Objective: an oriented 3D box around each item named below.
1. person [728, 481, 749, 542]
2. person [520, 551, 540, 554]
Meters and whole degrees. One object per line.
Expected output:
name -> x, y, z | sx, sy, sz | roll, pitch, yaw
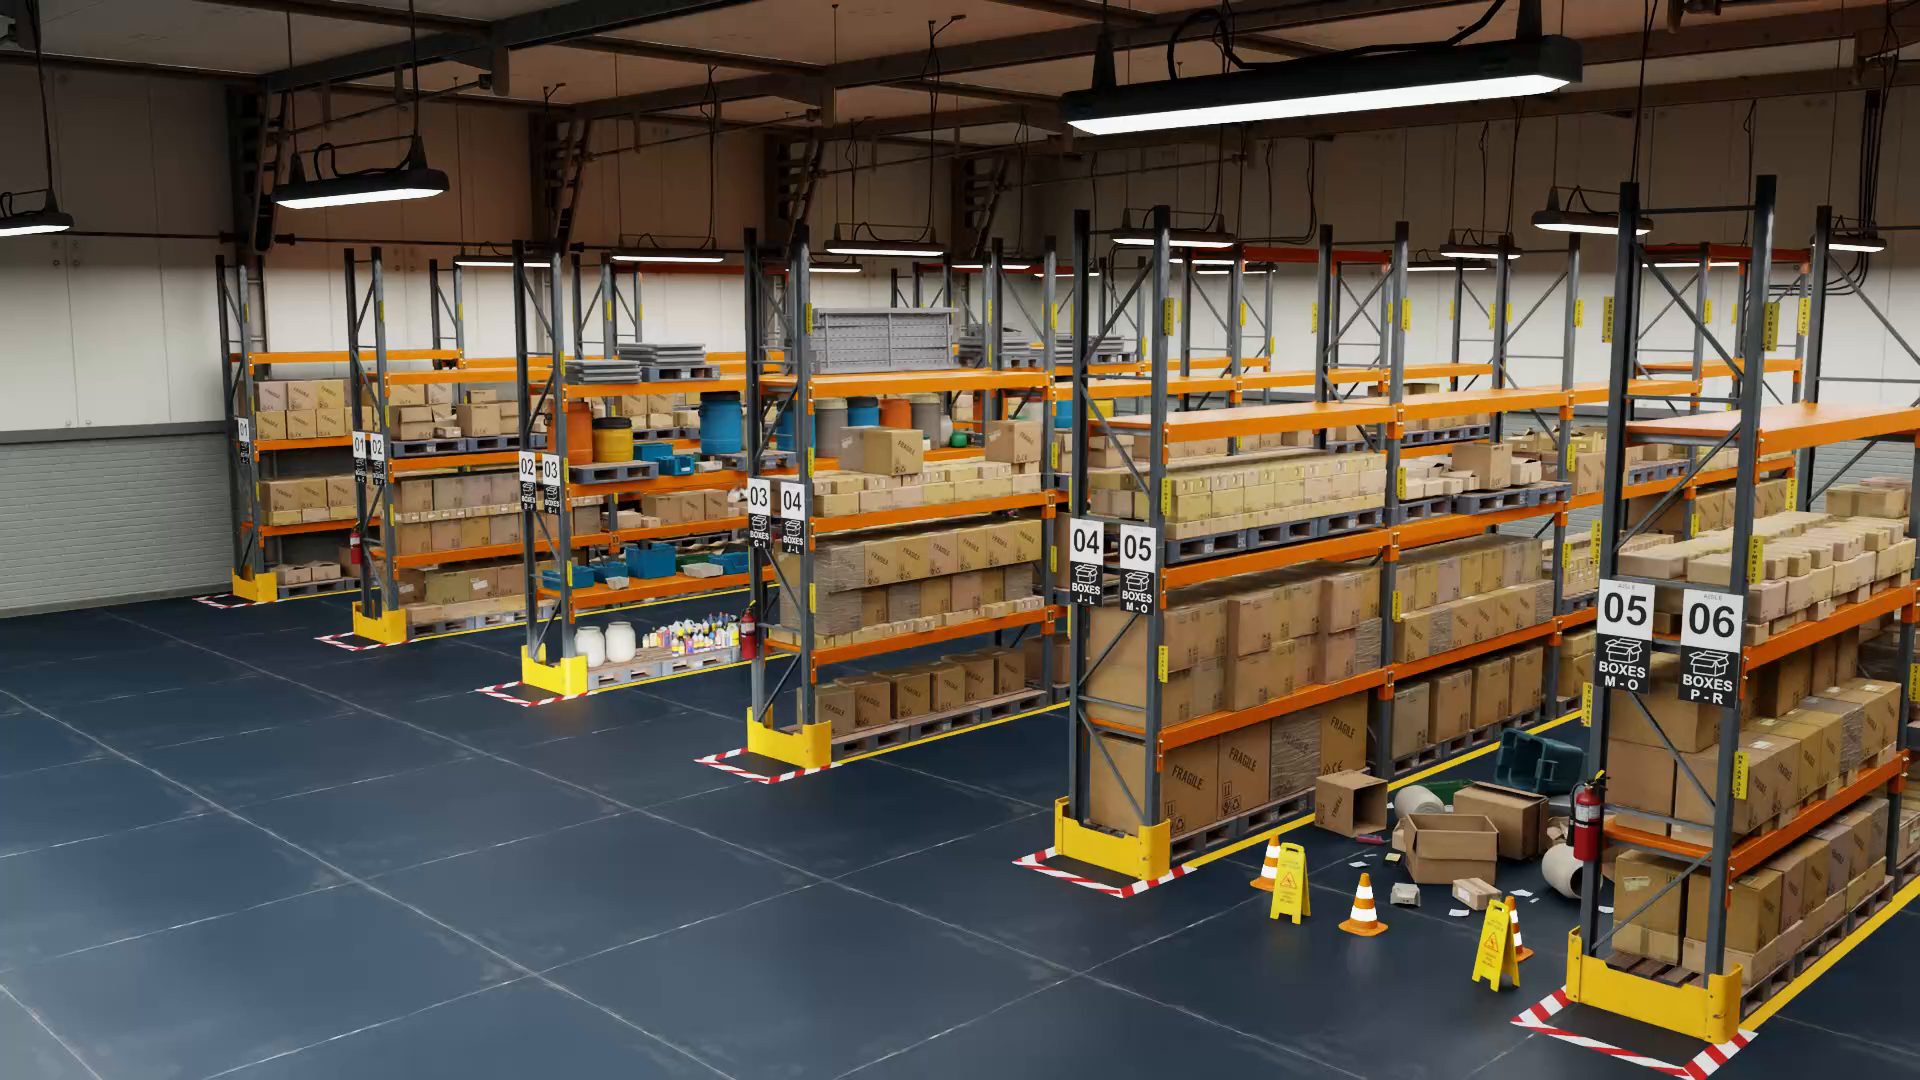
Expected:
person -> -4.583, -0.512, 34.346 | 0.948, 1.634, 0.432 | -7, 11, -40
person -> -7.643, 0.163, 29.523 | 0.523, 1.792, 0.557 | 2, 8, 11
